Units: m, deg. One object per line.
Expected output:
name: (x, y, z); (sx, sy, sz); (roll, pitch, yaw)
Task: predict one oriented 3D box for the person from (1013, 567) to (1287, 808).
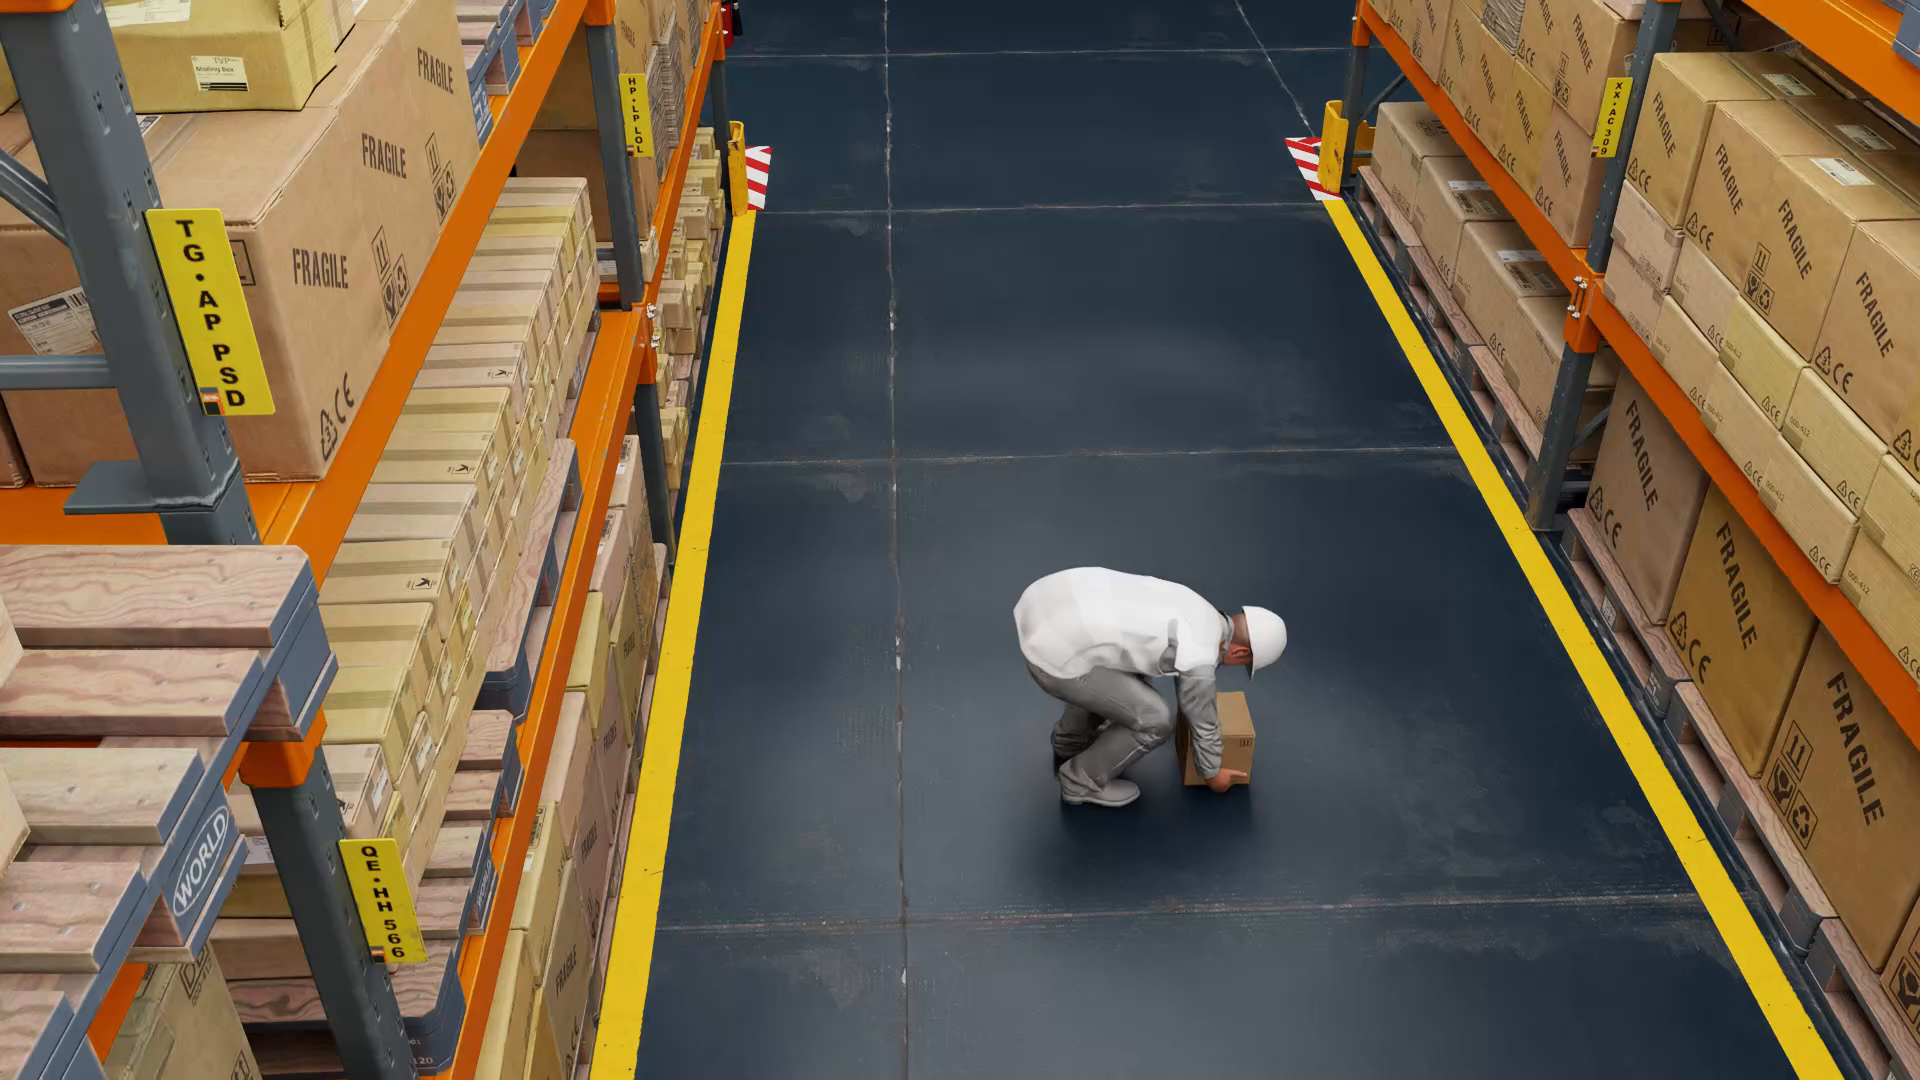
person: (0.698, 0.506, 6.143); (0.999, 0.924, 0.518); (-3, 35, -4)
